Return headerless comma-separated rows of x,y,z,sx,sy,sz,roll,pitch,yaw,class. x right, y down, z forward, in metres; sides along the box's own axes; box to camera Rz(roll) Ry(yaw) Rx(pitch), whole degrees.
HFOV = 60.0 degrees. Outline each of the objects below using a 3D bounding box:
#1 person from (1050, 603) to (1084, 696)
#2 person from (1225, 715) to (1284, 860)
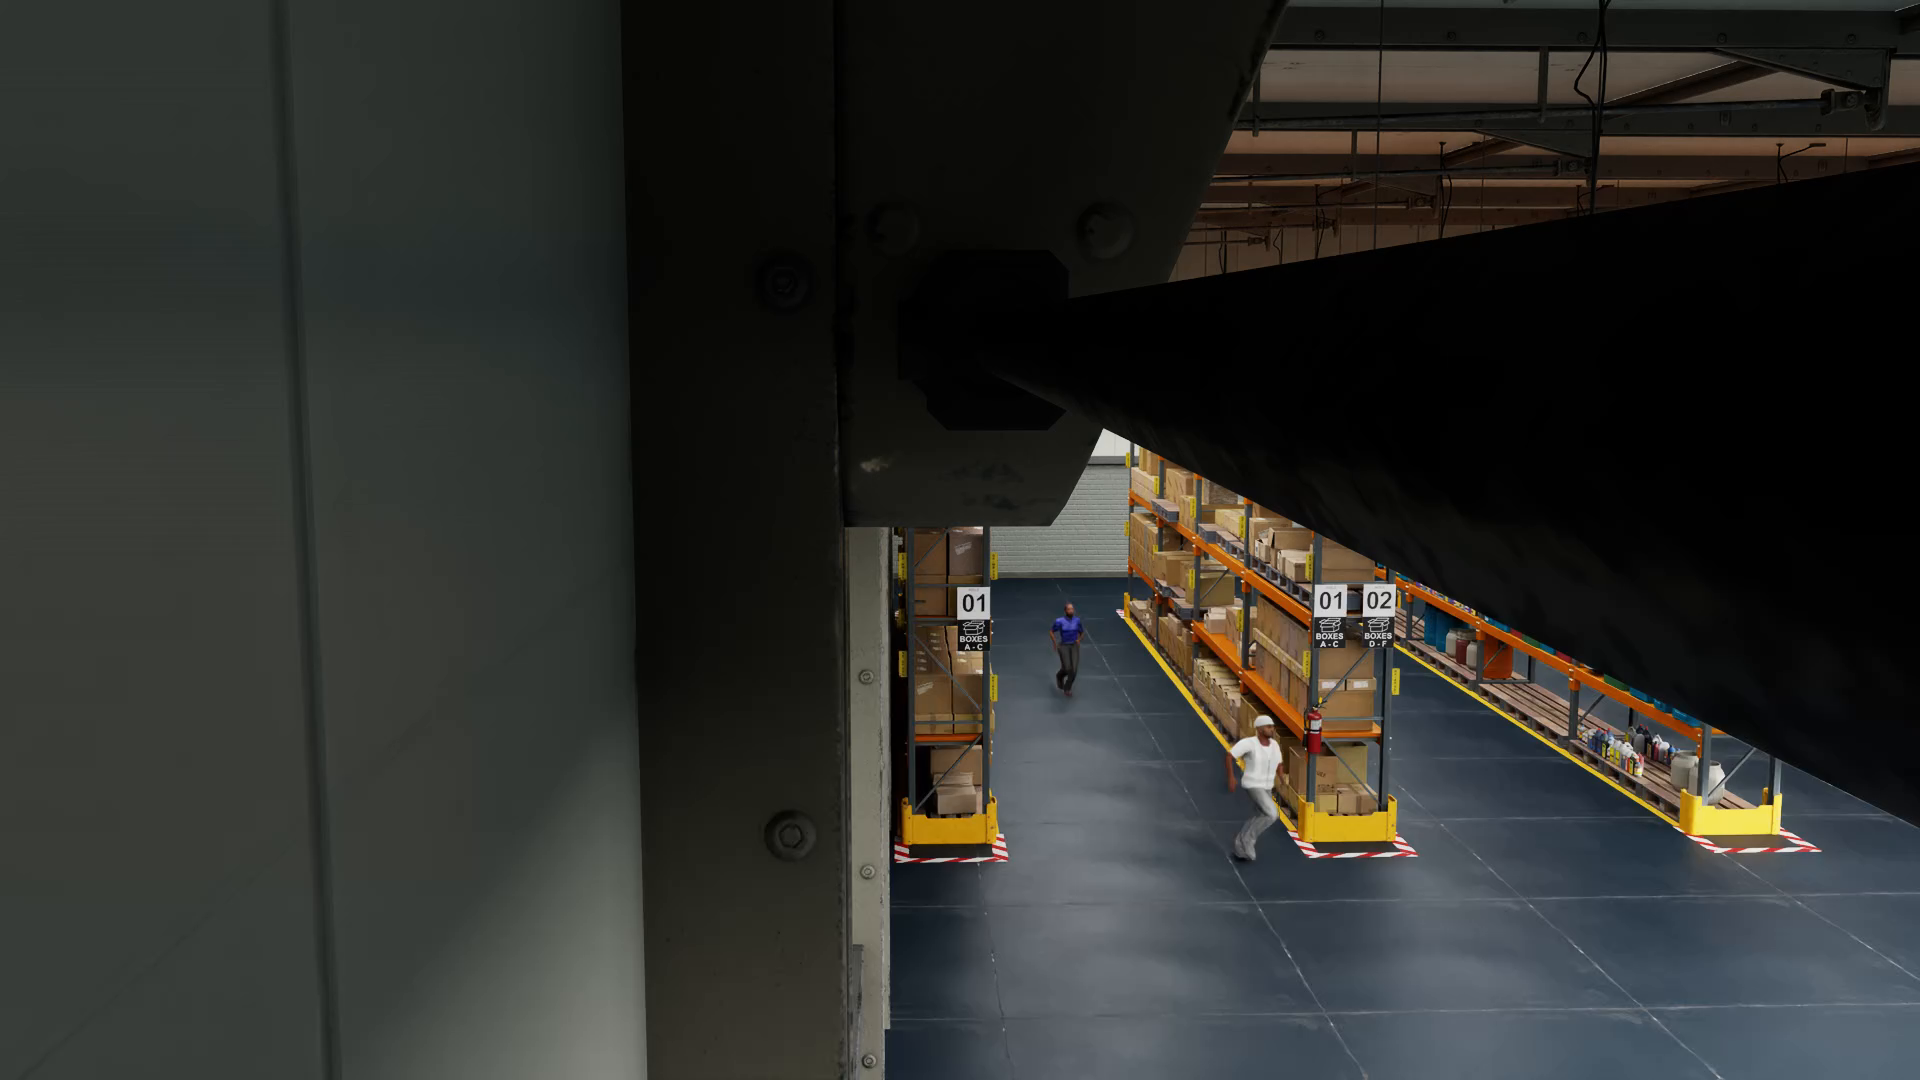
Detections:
1.869,1.888,28.544,0.569,1.617,0.553,-2,8,-14,person
3.592,2.942,19.799,0.723,1.697,0.653,-6,9,-37,person
